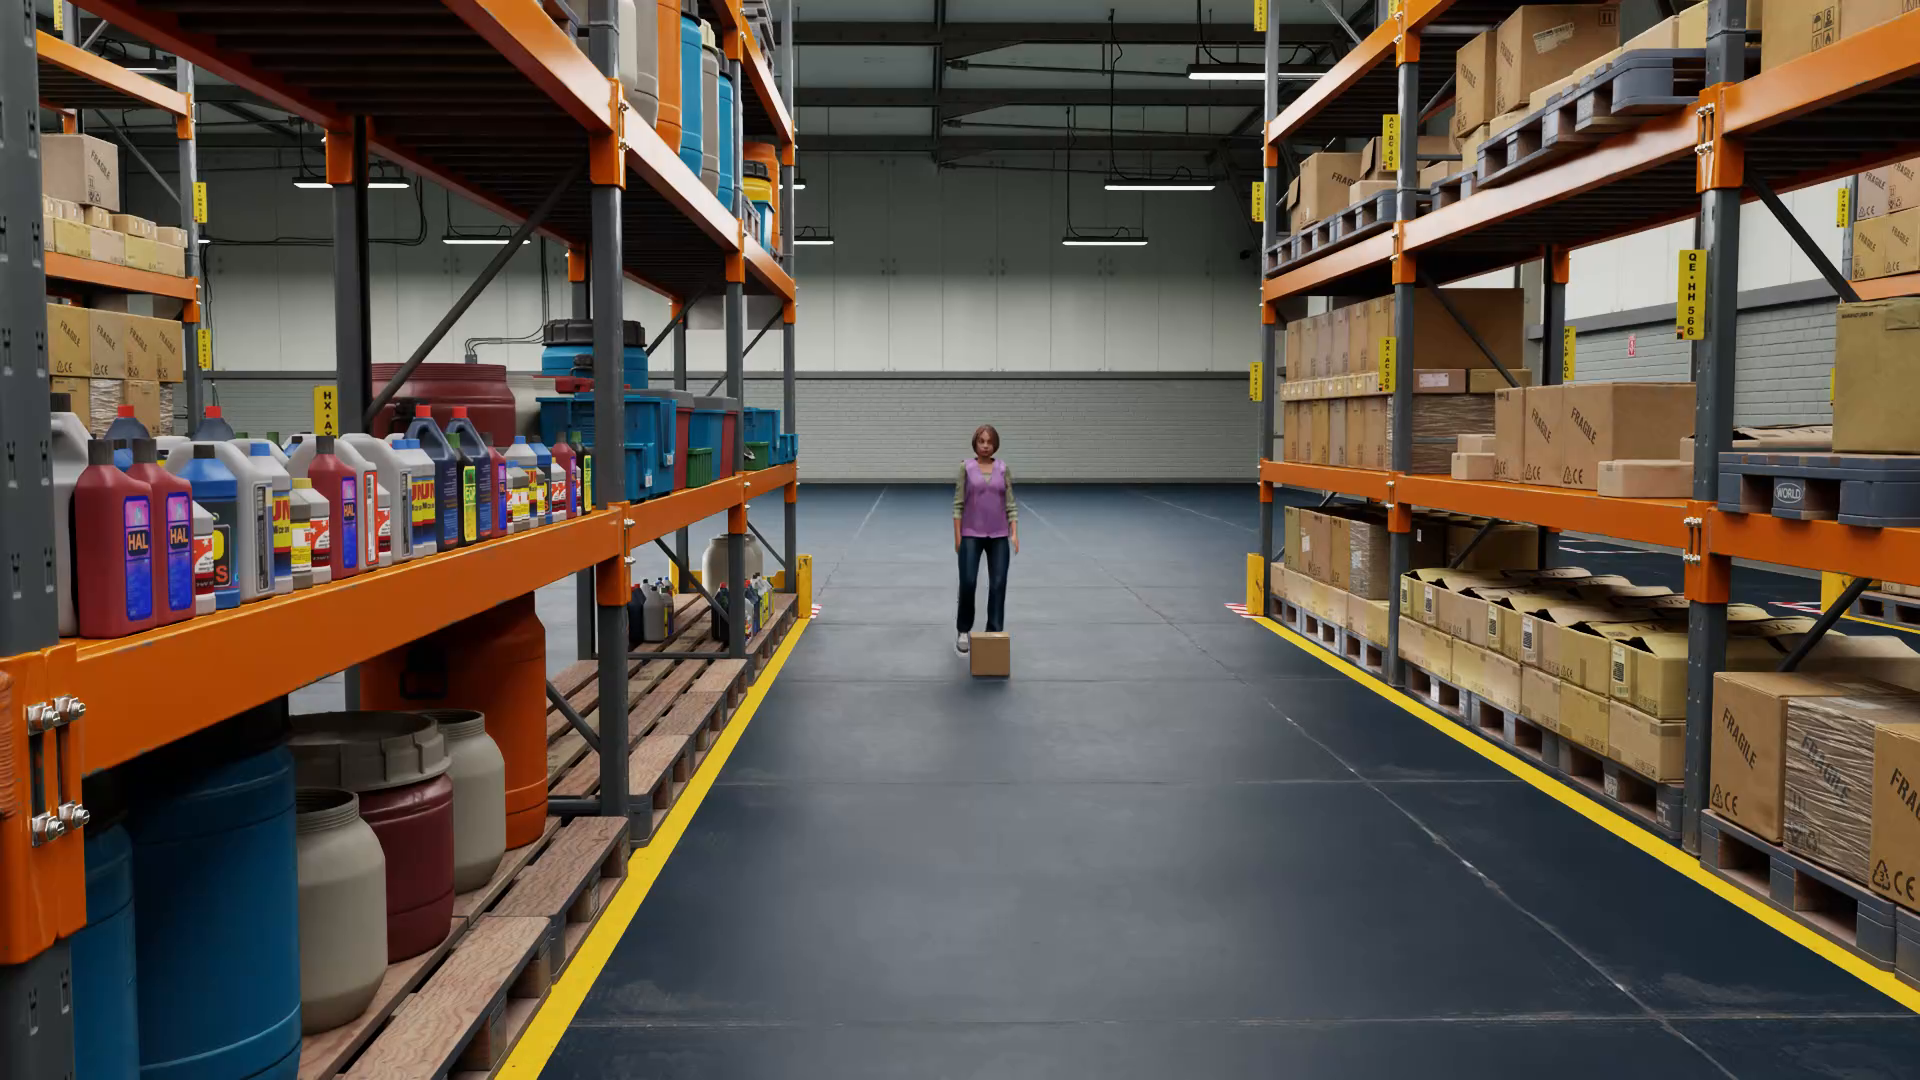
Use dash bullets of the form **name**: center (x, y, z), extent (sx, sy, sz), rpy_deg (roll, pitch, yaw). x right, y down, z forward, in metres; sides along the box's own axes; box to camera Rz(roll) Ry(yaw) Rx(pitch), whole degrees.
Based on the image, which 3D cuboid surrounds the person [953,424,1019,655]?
- **person**: center (0.183, 0.005, 11.375), extent (0.437, 1.592, 0.486), rpy_deg (-1, 4, -10)
